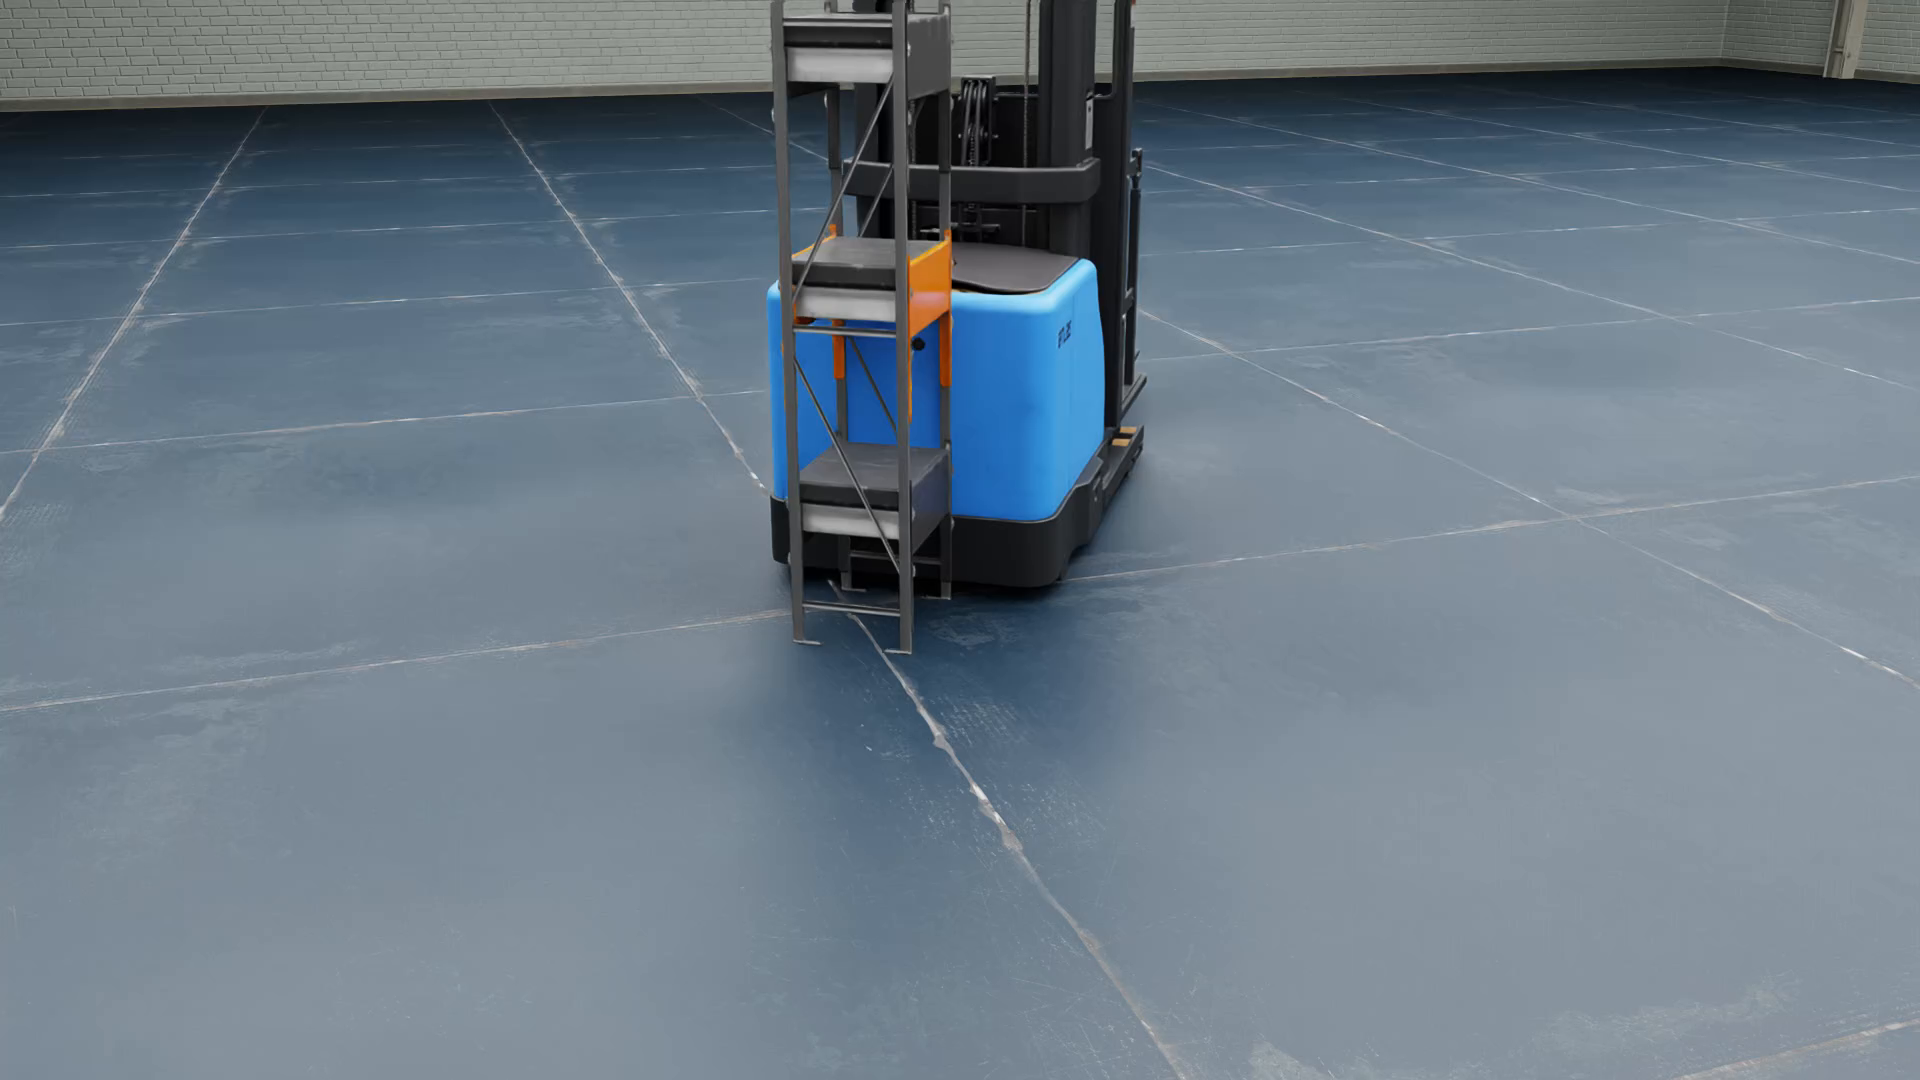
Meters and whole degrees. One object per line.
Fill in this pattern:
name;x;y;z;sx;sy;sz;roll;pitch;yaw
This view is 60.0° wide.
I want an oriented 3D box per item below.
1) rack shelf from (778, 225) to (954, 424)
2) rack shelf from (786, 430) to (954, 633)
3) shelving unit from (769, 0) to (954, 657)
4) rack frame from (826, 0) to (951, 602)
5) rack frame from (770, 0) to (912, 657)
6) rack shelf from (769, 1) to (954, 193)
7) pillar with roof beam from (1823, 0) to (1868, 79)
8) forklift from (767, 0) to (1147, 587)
rack shelf;-0.288;-0.697;5.292;0.431;0.518;0.480;5;20;14
rack shelf;-0.288;-0.039;5.529;0.431;0.518;0.480;5;20;14
shelving unit;-0.288;-0.710;5.288;0.431;2.100;0.503;5;20;14
rack frame;-0.226;-0.790;5.510;0.400;2.100;0.015;5;20;14
rack frame;-0.350;-0.631;5.066;0.400;2.100;0.015;5;20;14
rack shelf;-0.288;-1.356;5.056;0.431;0.518;0.480;5;20;14
pillar with roof beam;10.928;-11.679;25.620;9.100;9.000;0.400;-6;21;-17
forklift;0.191;-1.679;6.755;1.130;2.935;3.031;5;20;14
